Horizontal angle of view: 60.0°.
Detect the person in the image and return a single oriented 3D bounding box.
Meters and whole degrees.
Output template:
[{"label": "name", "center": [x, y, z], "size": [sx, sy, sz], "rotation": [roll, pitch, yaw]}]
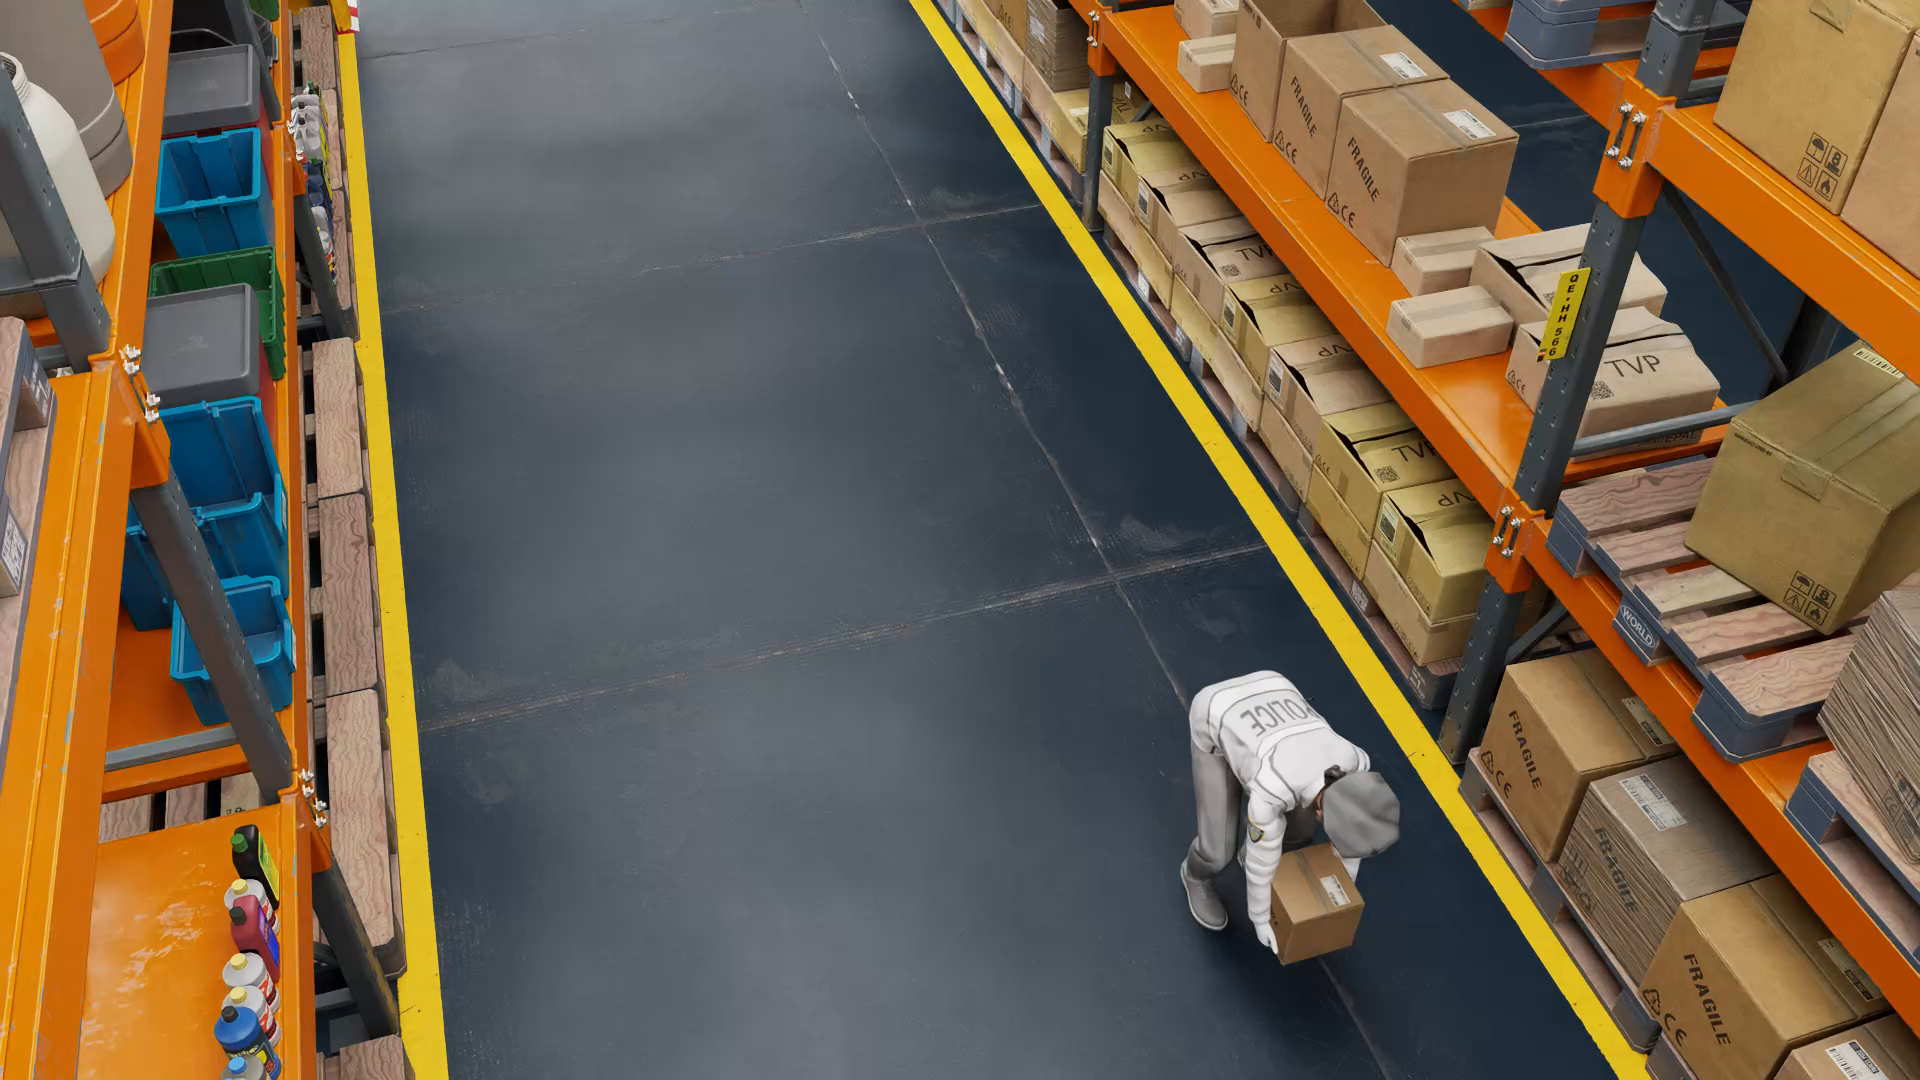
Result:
[{"label": "person", "center": [1.050, 0.959, 5.465], "size": [0.433, 1.193, 0.908], "rotation": [-14, 44, -14]}]
